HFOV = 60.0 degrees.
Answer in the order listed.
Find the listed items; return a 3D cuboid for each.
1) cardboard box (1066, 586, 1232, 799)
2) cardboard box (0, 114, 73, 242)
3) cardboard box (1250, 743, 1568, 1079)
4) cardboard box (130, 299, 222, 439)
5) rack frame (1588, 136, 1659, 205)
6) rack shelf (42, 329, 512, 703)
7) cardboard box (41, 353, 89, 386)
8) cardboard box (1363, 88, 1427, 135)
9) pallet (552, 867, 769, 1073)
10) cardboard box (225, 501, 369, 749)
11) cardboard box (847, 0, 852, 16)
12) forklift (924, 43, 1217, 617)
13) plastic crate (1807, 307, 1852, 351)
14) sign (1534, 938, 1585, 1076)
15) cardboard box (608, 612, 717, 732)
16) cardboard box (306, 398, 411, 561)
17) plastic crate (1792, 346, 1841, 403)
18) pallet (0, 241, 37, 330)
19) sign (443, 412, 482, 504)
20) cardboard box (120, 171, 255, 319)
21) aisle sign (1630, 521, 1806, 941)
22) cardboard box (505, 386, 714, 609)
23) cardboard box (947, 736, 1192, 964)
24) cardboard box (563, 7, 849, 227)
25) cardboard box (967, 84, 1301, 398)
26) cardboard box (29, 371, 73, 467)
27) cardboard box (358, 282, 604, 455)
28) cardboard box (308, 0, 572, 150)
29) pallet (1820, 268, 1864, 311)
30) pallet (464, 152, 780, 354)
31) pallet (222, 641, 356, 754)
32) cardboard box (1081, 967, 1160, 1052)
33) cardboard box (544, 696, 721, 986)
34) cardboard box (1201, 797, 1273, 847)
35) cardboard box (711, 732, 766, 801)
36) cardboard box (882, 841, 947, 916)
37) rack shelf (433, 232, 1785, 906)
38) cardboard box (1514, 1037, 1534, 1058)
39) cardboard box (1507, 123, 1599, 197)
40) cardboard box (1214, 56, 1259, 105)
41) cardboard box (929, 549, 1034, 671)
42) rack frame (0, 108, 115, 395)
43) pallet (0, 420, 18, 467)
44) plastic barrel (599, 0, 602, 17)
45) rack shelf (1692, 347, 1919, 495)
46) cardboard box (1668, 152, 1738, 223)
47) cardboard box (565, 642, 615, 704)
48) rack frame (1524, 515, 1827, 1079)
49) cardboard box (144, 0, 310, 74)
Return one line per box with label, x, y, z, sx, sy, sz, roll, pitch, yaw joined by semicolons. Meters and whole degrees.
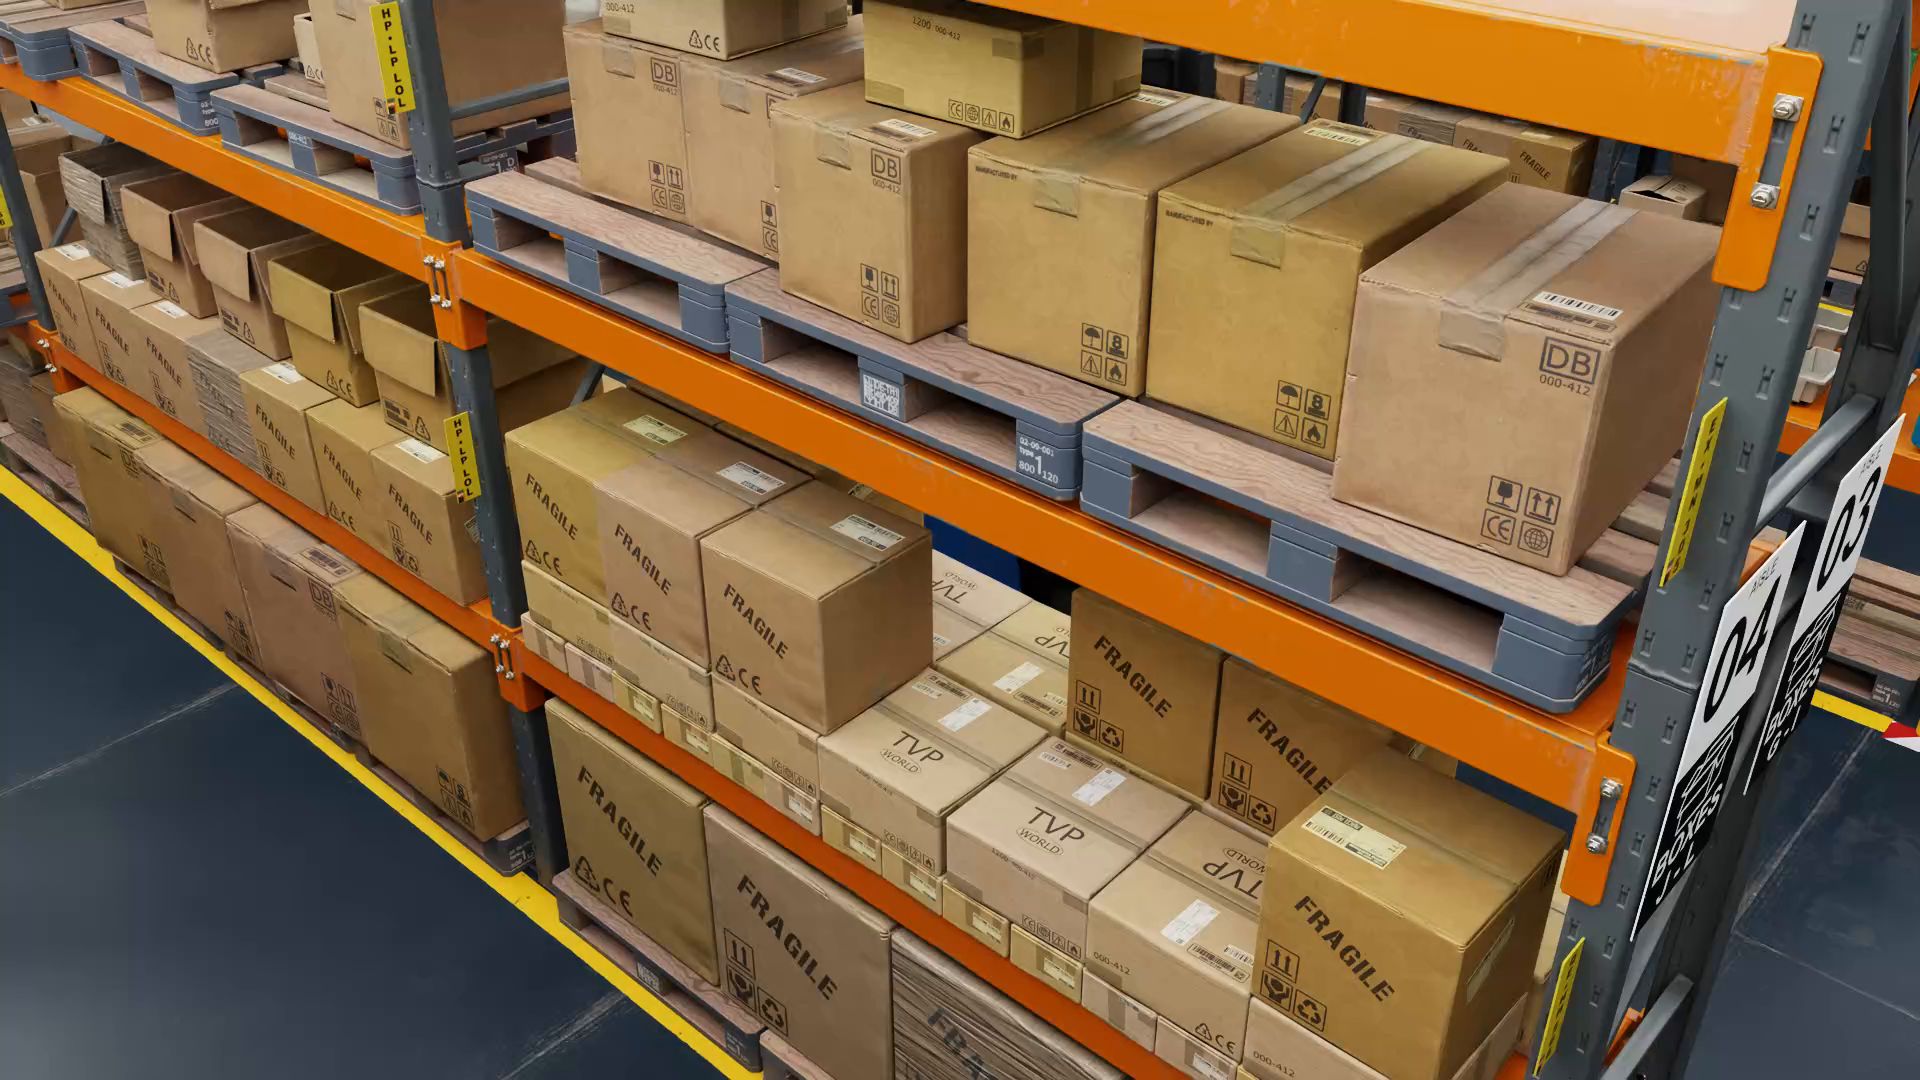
cardboard box;0.667;0.347;4.895;0.500;0.500;0.500;24;38;34
cardboard box;-5.239;-1.967;9.105;0.700;0.500;0.500;-23;38;-33
cardboard box;1.063;0.898;3.980;0.500;0.500;0.500;26;39;36
cardboard box;-3.387;-0.835;7.632;0.500;0.500;0.500;24;39;34
rack frame;5.285;-3.820;12.688;0.127;3.000;1.000;25;39;35
rack shelf;-2.848;-0.418;7.733;4.000;0.370;1.077;25;39;35
cardboard box;-4.847;-1.077;9.401;0.500;0.250;0.500;27;40;37
cardboard box;3.616;-3.522;14.190;0.500;0.500;0.500;24;38;34
pallet;-0.854;1.454;6.630;1.213;0.211;1.003;25;39;35
cardboard box;-2.516;0.174;7.706;0.875;0.875;1.225;24;38;34
cardboard box;-1.137;-5.668;18.016;0.500;0.250;0.500;25;39;35
forklift;0.960;-0.537;7.299;1.130;2.935;3.031;-21;37;-30
plastic crate;4.277;-1.045;8.275;0.298;0.136;0.250;25;39;35
sign;1.226;0.956;3.402;0.005;0.325;0.100;25;39;35
cardboard box;-0.827;0.340;5.634;0.500;0.250;0.500;25;39;35
cardboard box;-2.257;-0.308;6.756;0.500;0.500;0.500;26;40;36
plastic crate;3.993;-0.775;7.826;0.243;0.136;0.396;25;39;35
pallet;-4.930;-1.542;9.089;1.003;0.211;1.213;25;39;35
sign;-1.722;-0.285;5.769;0.005;0.325;0.100;25;39;35
cardboard box;-3.318;-1.405;7.606;0.637;0.503;0.797;26;40;36
aisle sign;1.453;0.377;3.196;0.004;0.787;0.394;25;39;35
cardboard box;-1.181;-0.155;5.728;0.500;0.500;0.500;25;39;35
cardboard box;0.310;0.869;4.754;0.500;0.250;0.500;24;38;34
cardboard box;-0.744;-1.336;5.052;0.500;0.500;0.700;22;38;32
cardboard box;0.427;-0.761;4.096;0.500;0.500;0.700;22;37;32
cardboard box;-4.841;-0.760;9.601;0.500;0.500;0.700;23;38;33
cardboard box;-1.844;-0.724;6.475;0.637;0.503;0.797;24;38;34
cardboard box;-1.802;-1.738;5.817;0.500;0.500;0.700;26;40;36
pallet;6.703;-1.965;12.310;1.213;0.211;1.003;25;39;35
pallet;-0.765;-0.994;5.170;1.213;0.211;1.003;25;39;35
pallet;-2.896;0.501;8.214;1.213;0.211;1.003;25;39;35
cardboard box;0.551;1.197;4.596;0.250;0.149;0.380;26;40;36
cardboard box;-0.929;0.956;6.407;0.875;0.875;0.875;25;39;35
cardboard box;1.036;0.841;4.802;0.500;0.250;0.500;24;39;35
cardboard box;-0.592;0.664;5.482;0.250;0.149;0.380;24;39;34
cardboard box;-0.017;0.932;5.037;0.250;0.149;0.380;26;40;36
rack shelf;0.118;-0.318;4.660;4.000;0.370;1.077;25;39;35
cardboard box;1.559;1.209;4.576;0.250;0.149;0.380;26;39;36
cardboard box;4.727;-2.999;13.321;0.500;0.500;0.500;25;39;35
cardboard box;2.465;-4.056;15.076;0.500;0.500;0.500;27;40;37
cardboard box;-0.098;0.310;5.683;0.500;0.250;0.500;26;40;36
rack frame;-4.331;-1.418;8.697;0.127;3.000;1.000;25;39;35
pallet;-5.809;-0.917;10.568;1.213;0.211;1.003;25;39;35
plastic barrel;-2.546;-3.936;12.748;0.433;0.535;0.433;0;31;0
rack shelf;3.442;-0.927;8.579;4.000;0.370;1.077;25;39;35
cardboard box;5.898;-2.849;13.072;0.500;0.500;0.500;25;39;35
cardboard box;-1.174;0.394;5.930;0.250;0.149;0.380;24;38;34
rack frame;1.601;1.351;4.098;0.127;3.000;1.000;25;39;35
cardboard box;-2.802;-2.228;6.628;0.637;0.503;0.797;24;39;34
